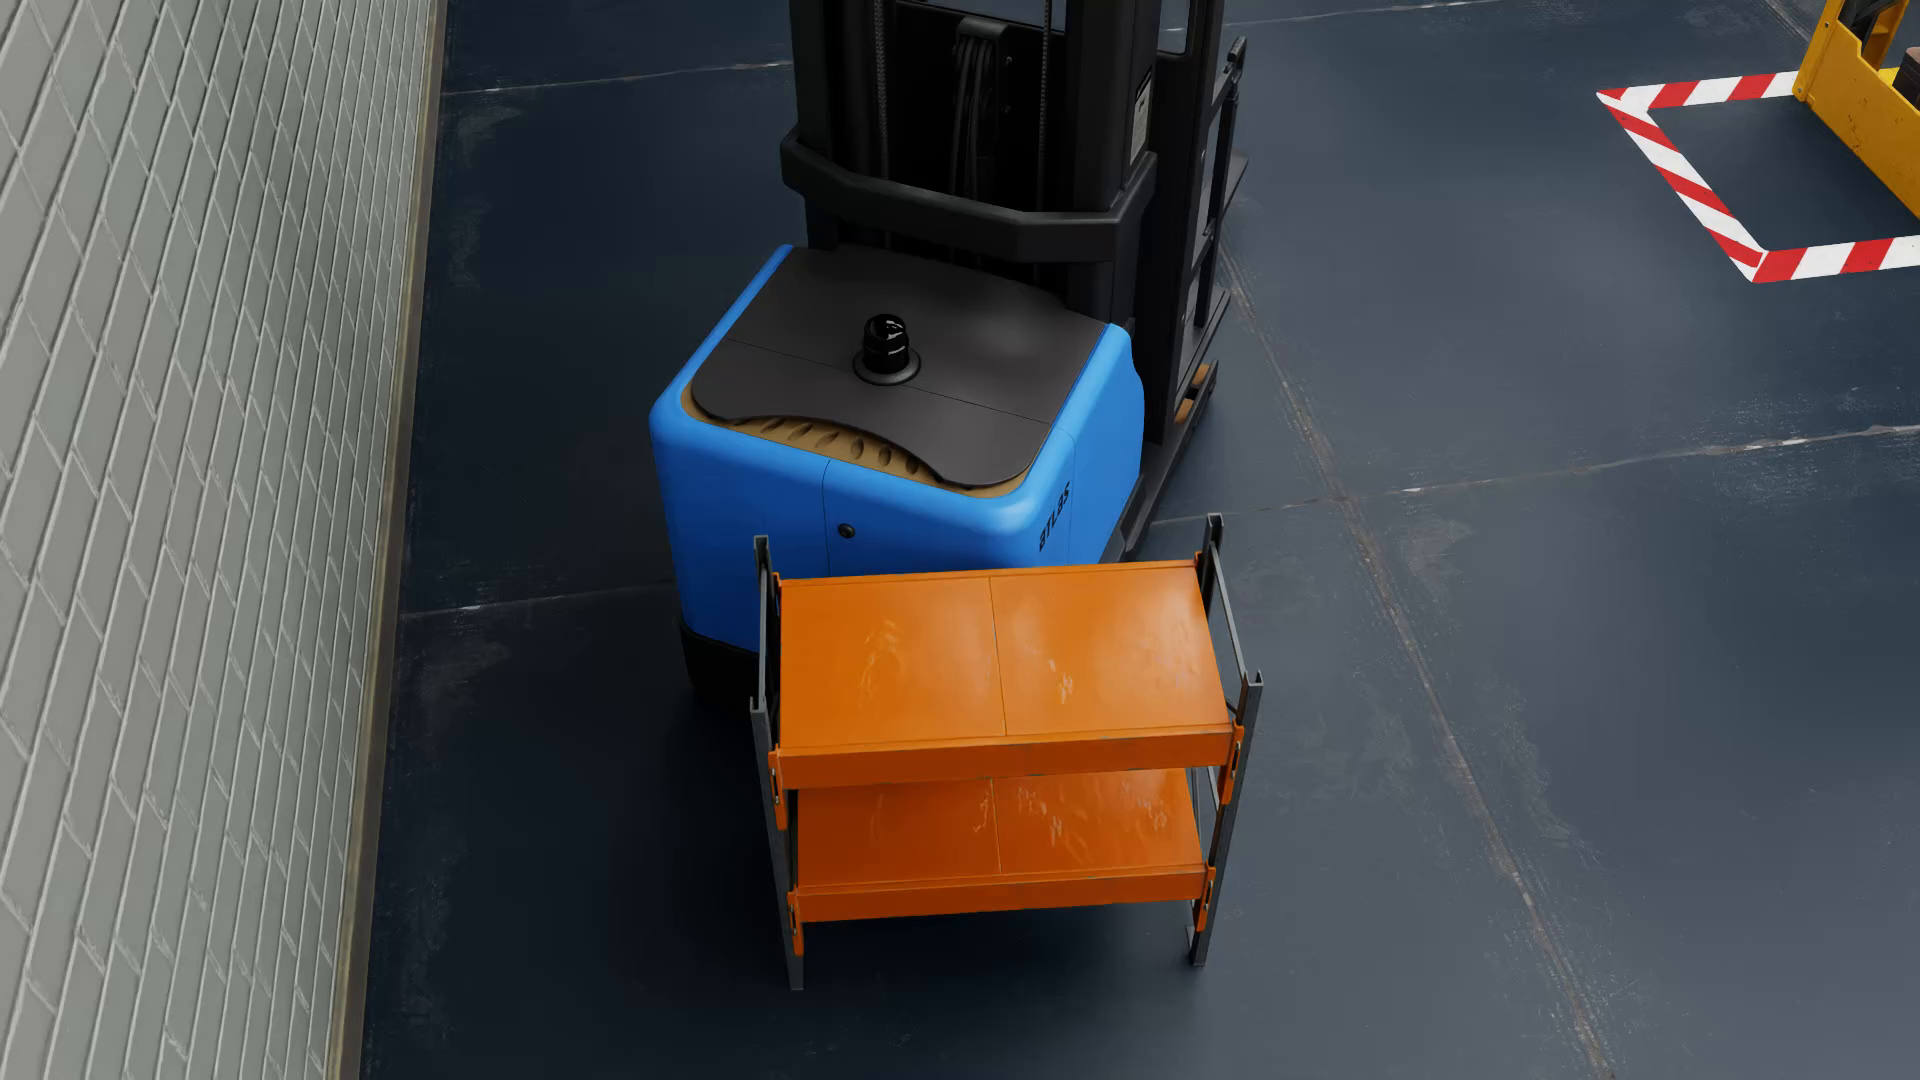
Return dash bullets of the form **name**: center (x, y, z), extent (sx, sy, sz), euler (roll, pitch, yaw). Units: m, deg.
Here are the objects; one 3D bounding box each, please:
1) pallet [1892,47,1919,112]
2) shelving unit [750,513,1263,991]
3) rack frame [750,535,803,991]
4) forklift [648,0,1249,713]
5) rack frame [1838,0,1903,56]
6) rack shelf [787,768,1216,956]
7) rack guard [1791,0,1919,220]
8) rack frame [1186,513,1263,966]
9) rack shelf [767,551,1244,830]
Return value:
- **pallet**: center (4.611, -1.697, 6.739), extent (1.213, 0.211, 1.003), euler (-7, 46, -7)
- **shelving unit**: center (0.082, 0.533, 3.955), extent (1.048, 1.125, 0.538), euler (-3, 46, -3)
- **rack frame**: center (-0.425, 0.558, 3.931), extent (0.032, 1.125, 0.500), euler (-3, 46, -3)
- **forklift**: center (0.231, -1.433, 4.596), extent (1.130, 2.935, 3.031), euler (16, 48, 15)
- **rack frame**: center (3.730, -2.581, 5.654), extent (0.127, 3.000, 1.000), euler (-7, 46, -7)
- **rack shelf**: center (0.082, 0.703, 4.131), extent (1.000, 0.278, 0.538), euler (-3, 46, -3)
- **rack guard**: center (3.805, -1.723, 6.563), extent (0.348, 0.500, 1.175), euler (-7, 46, -7)
- **rack frame**: center (0.589, 0.509, 3.979), extent (0.032, 1.125, 0.500), euler (-3, 46, -3)
- **rack shelf**: center (0.082, 0.331, 3.744), extent (1.000, 0.278, 0.538), euler (-3, 46, -3)
